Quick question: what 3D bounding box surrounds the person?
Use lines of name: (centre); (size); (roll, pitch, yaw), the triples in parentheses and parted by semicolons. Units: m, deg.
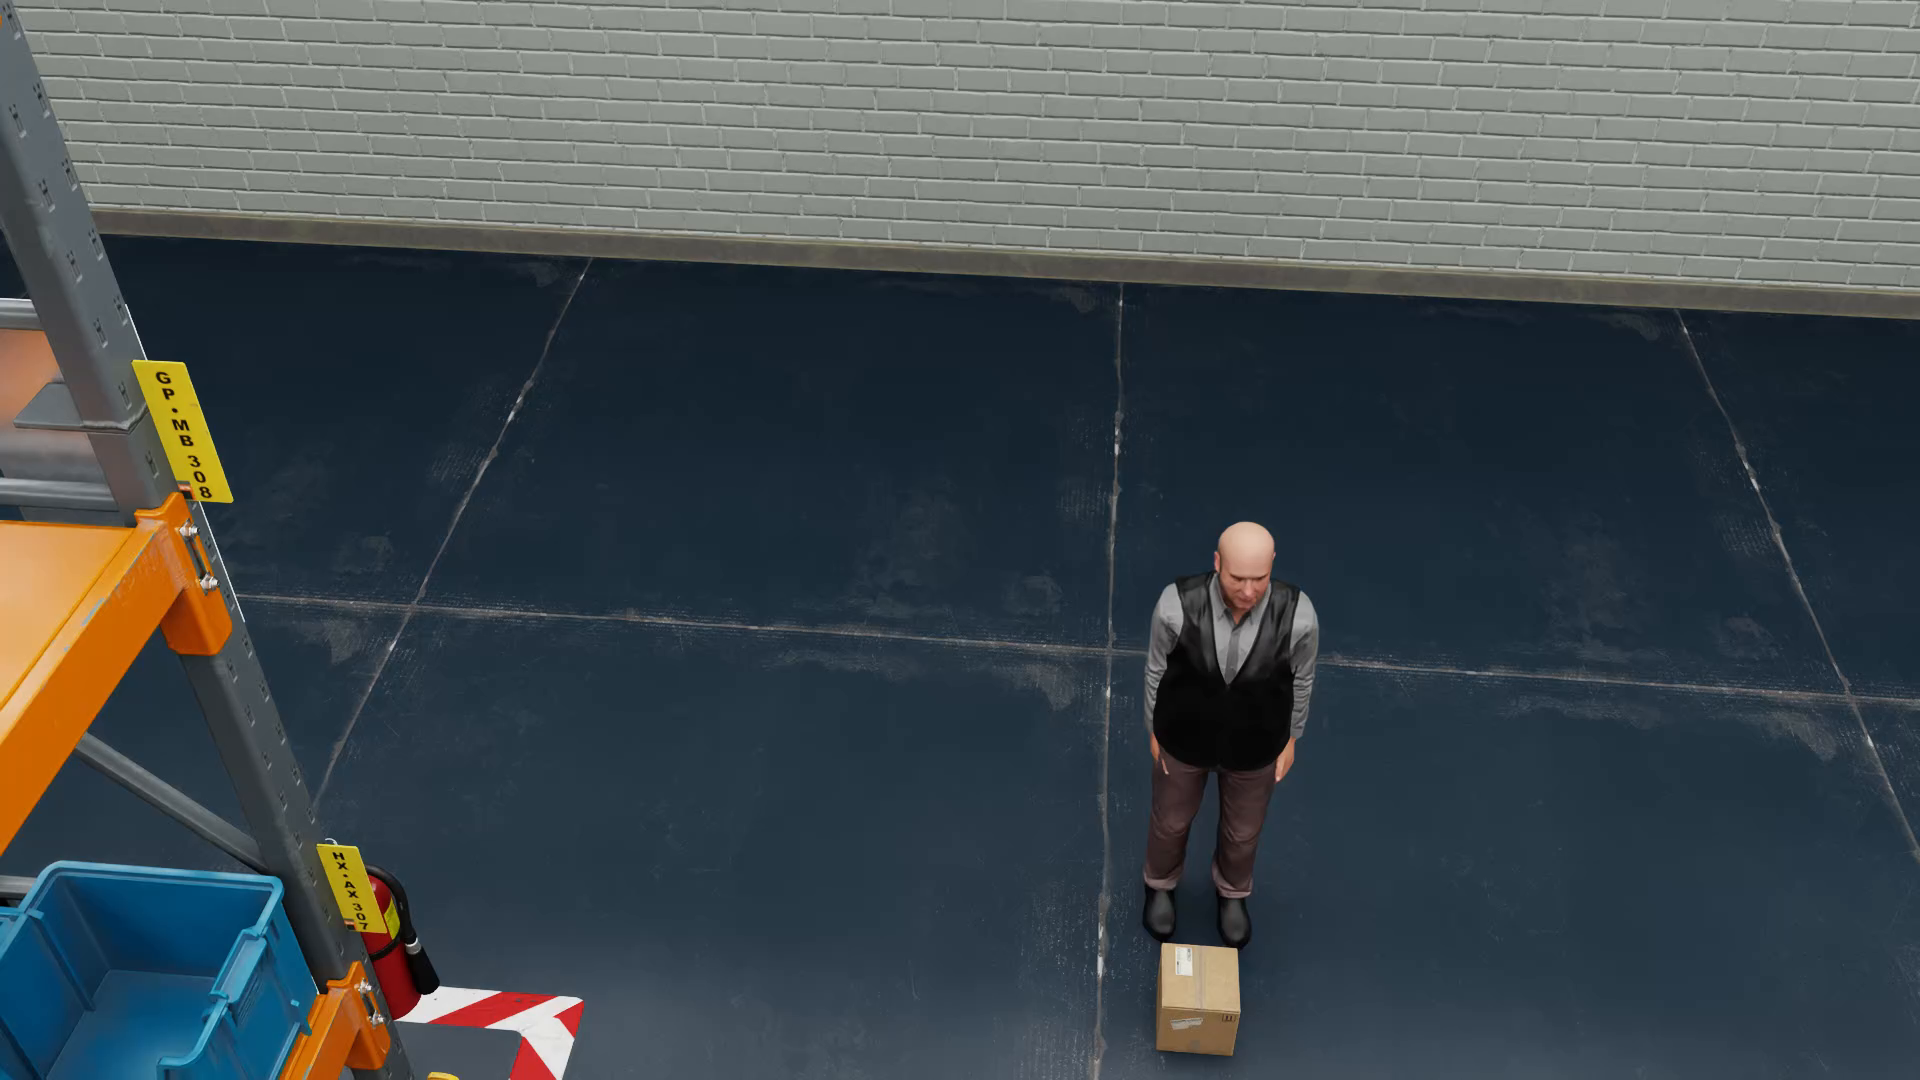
person: (0.849, 0.650, 5.396); (0.530, 1.720, 0.358); (4, 40, 5)
